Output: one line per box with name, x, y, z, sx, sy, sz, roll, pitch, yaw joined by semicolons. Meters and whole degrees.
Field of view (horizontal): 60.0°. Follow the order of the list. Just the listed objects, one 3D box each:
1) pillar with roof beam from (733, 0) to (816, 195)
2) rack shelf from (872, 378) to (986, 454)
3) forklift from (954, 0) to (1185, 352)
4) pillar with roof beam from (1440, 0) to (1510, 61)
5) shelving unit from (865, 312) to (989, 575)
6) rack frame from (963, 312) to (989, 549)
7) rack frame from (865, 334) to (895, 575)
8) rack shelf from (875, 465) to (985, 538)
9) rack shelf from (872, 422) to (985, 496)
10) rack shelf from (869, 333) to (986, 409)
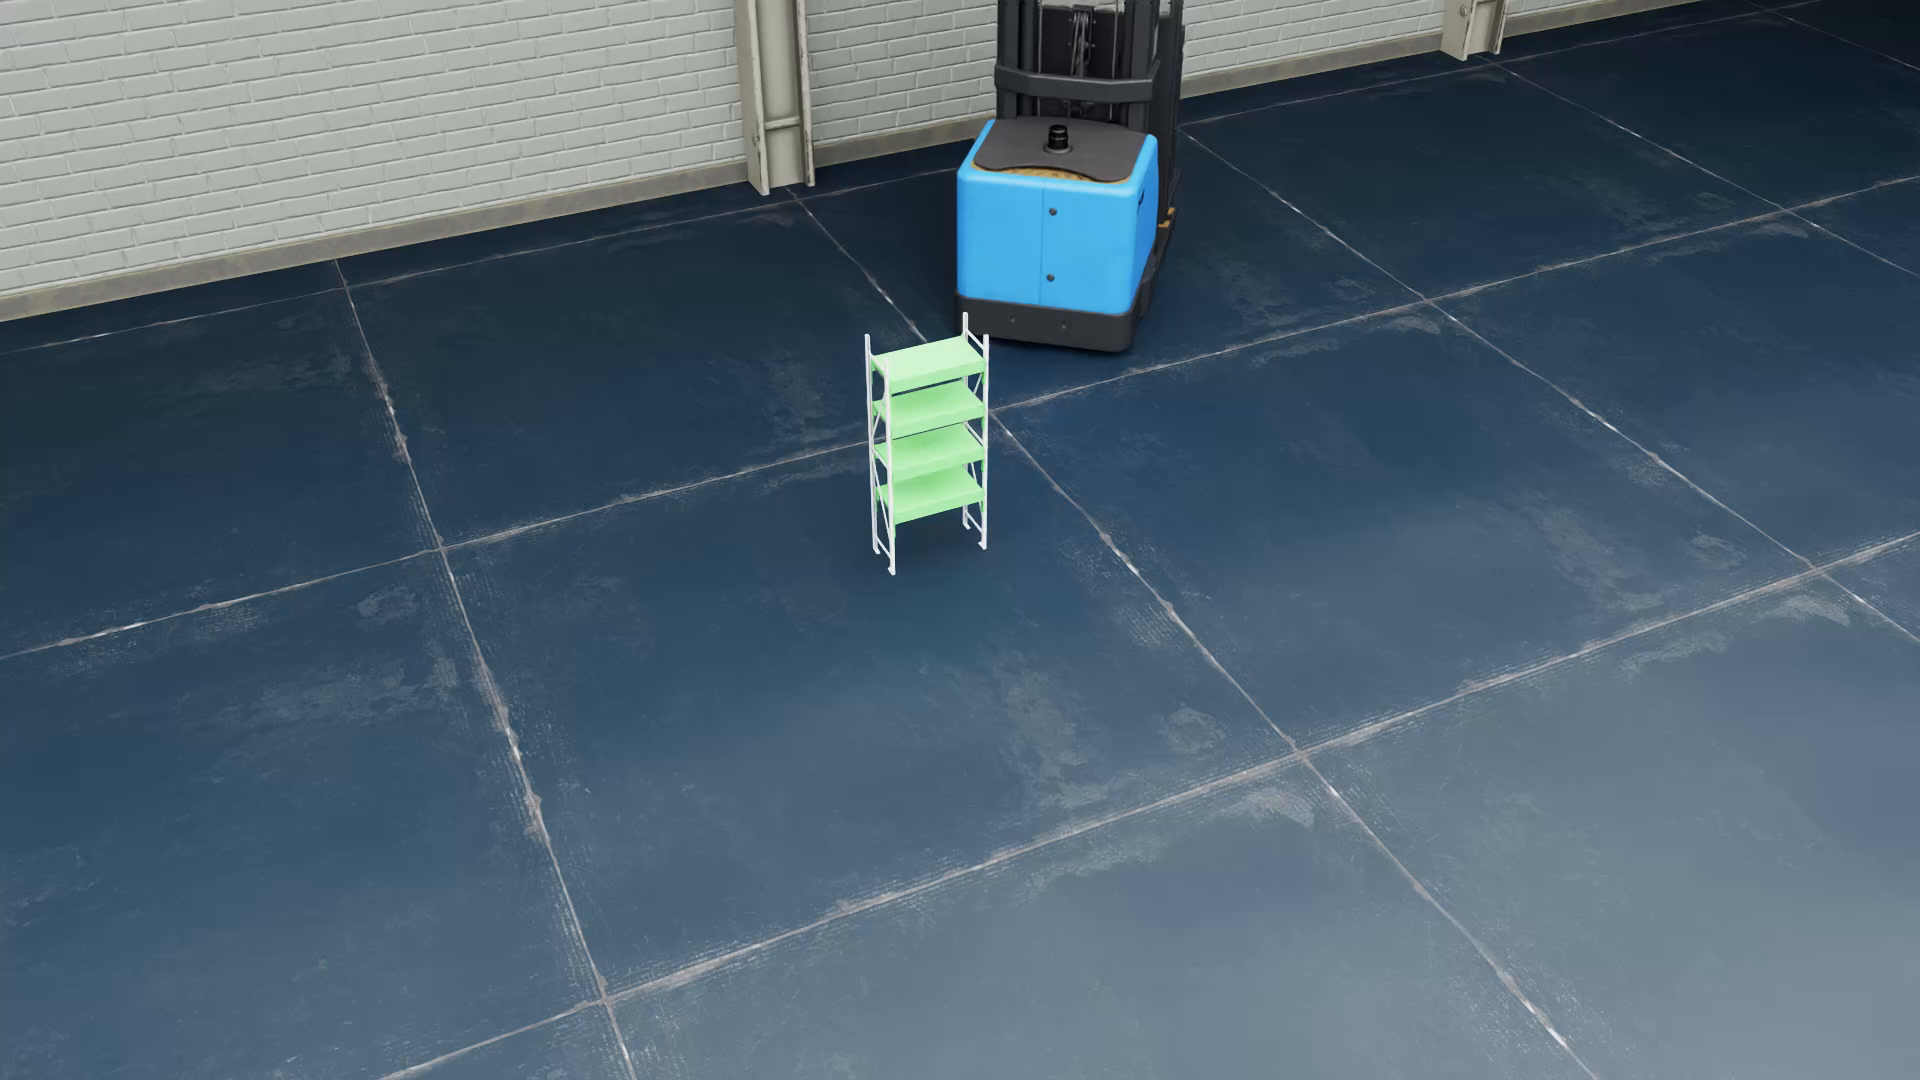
pillar with roof beam;0.580;-3.796;5.815;0.400;9.000;9.100;-16;39;-20
rack shelf;-0.150;-0.581;7.731;0.480;0.148;0.258;-16;39;-20
forklift;0.820;-3.141;10.025;1.130;2.935;3.031;8;37;11
pillar with roof beam;6.012;-5.315;7.862;0.400;9.000;9.100;-16;39;-20
shelving unit;-0.150;-0.440;7.836;0.503;1.200;0.258;-16;39;-20
rack frame;0.071;-0.502;7.919;0.015;1.200;0.240;-16;39;-20
rack frame;-0.371;-0.378;7.753;0.015;1.200;0.240;-16;39;-20
rack shelf;-0.150;-0.196;8.017;0.480;0.148;0.258;-16;39;-20
rack shelf;-0.150;-0.389;7.874;0.480;0.148;0.258;-16;39;-20
rack shelf;-0.150;-0.774;7.588;0.480;0.148;0.258;-16;39;-20
